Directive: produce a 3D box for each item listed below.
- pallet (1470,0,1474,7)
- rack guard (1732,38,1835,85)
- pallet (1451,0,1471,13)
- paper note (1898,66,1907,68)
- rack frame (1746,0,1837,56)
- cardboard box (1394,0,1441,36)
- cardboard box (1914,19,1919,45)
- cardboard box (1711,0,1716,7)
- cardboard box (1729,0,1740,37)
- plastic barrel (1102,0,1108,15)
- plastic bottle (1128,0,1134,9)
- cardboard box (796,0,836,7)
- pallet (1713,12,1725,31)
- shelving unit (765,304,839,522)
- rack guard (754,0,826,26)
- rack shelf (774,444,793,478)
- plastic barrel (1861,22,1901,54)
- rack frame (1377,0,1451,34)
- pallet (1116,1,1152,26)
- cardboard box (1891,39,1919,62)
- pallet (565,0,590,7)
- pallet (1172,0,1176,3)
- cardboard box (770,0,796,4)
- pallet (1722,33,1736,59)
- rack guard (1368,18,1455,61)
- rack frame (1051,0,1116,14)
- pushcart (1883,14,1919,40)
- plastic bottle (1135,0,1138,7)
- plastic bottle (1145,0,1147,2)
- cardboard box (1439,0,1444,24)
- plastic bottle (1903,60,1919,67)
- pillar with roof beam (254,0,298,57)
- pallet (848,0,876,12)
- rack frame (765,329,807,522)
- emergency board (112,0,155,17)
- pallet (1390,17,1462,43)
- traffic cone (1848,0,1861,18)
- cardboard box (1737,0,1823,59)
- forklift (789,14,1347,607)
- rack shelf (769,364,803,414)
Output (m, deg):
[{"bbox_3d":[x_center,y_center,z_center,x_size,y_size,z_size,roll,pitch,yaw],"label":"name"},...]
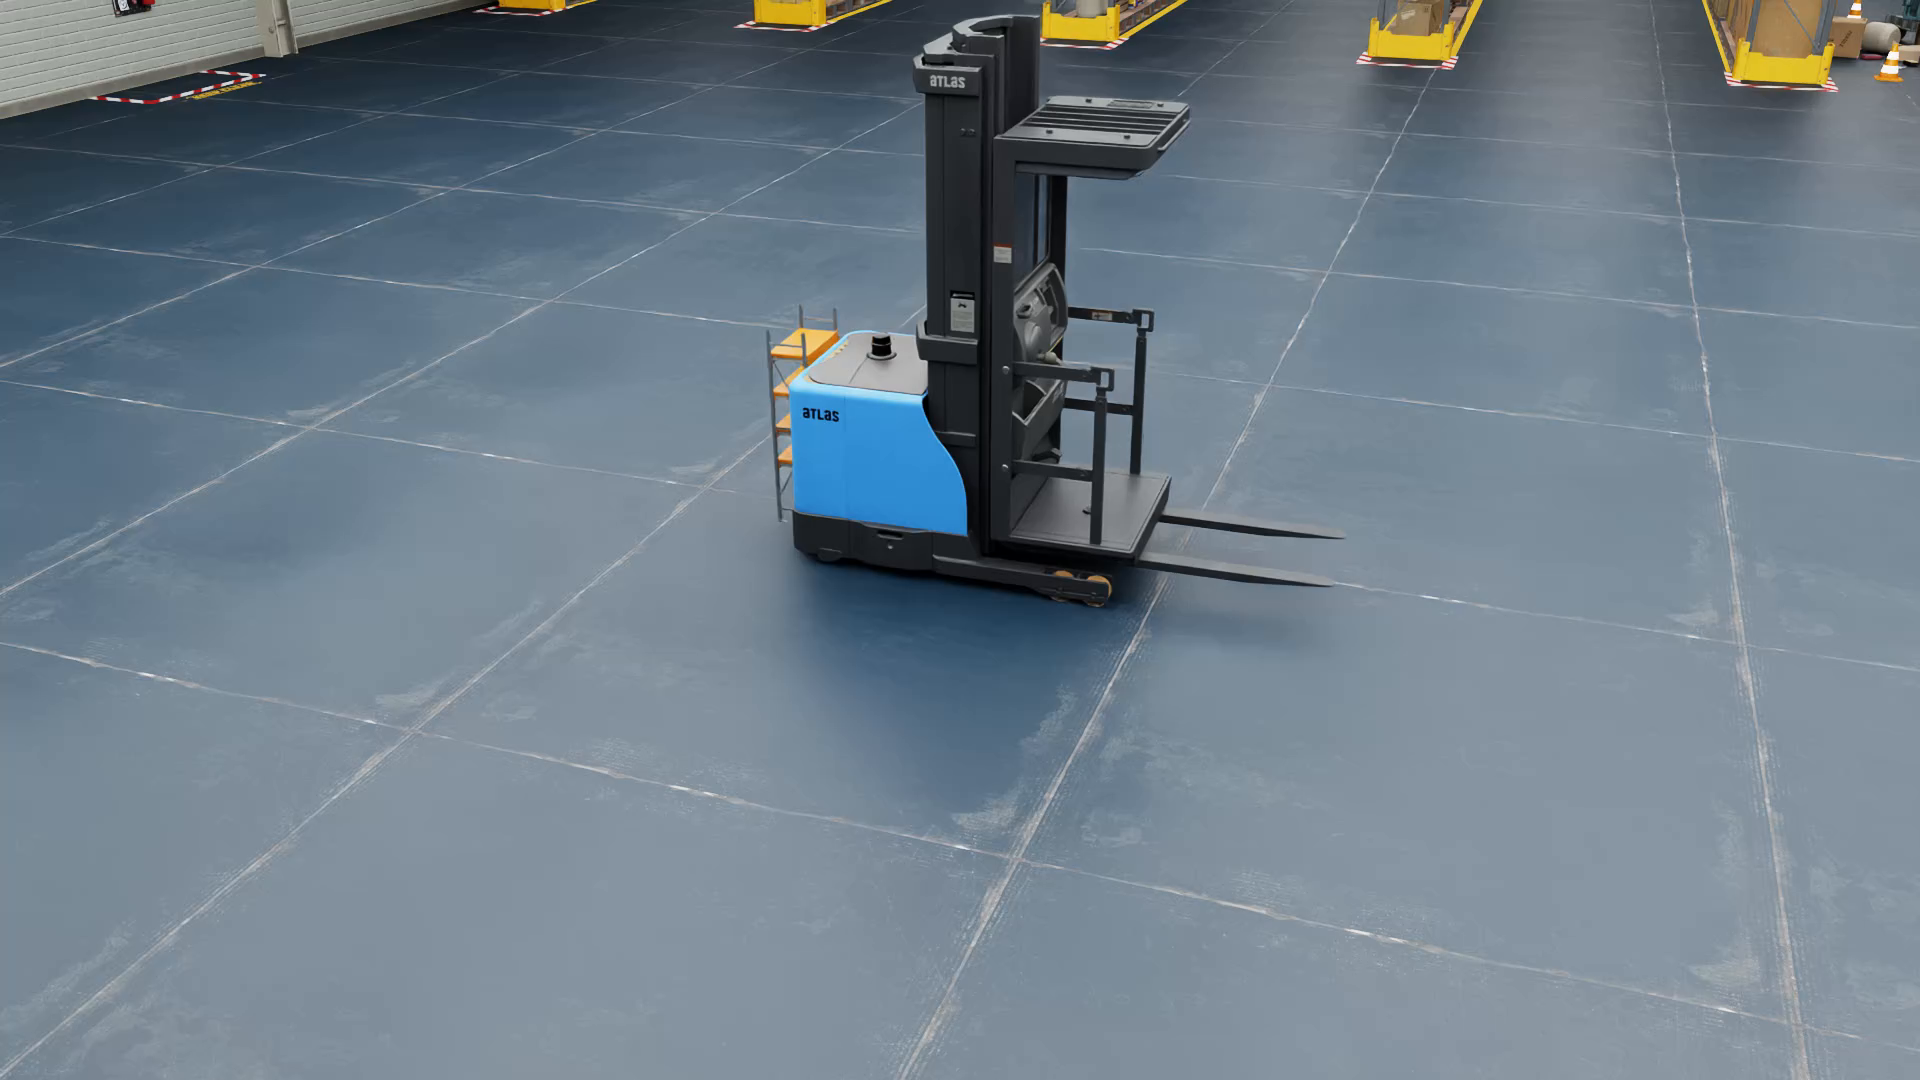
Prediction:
[{"bbox_3d":[8.559,-9.630,29.397,1.003,0.211,1.213,9,27,17],"label":"pallet"},{"bbox_3d":[11.202,-6.522,22.648,1.175,0.500,0.348,9,27,17],"label":"rack guard"},{"bbox_3d":[8.155,-9.127,28.358,1.003,0.211,1.213,9,27,17],"label":"pallet"},{"bbox_3d":[13.318,-6.701,23.558,0.144,0.017,0.142,20,32,35],"label":"paper note"},{"bbox_3d":[11.210,-7.657,22.123,1.000,3.000,0.127,9,27,17],"label":"rack frame"},{"bbox_3d":[6.789,-7.736,24.673,0.500,0.500,0.500,14,29,27],"label":"cardboard box"},{"bbox_3d":[14.412,-7.393,24.286,0.797,0.637,0.503,9,27,17],"label":"cardboard box"},{"bbox_3d":[12.987,-9.142,27.288,1.050,0.750,0.750,9,27,17],"label":"cardboard box"},{"bbox_3d":[11.969,-7.915,24.611,0.875,0.875,0.875,9,27,18],"label":"cardboard box"},{"bbox_3d":[2.209,-8.693,26.636,0.421,0.512,0.421,0,26,0],"label":"plastic barrel"},{"bbox_3d":[2.792,-8.806,27.122,0.097,0.271,0.097,0,26,0],"label":"plastic bottle"},{"bbox_3d":[-2.386,-8.996,27.561,0.500,0.250,0.500,9,27,17],"label":"cardboard box"},{"bbox_3d":[12.726,-8.374,26.803,1.003,0.211,1.213,9,27,17],"label":"pallet"},{"bbox_3d":[-0.909,-0.743,9.904,0.258,1.200,0.503,7,27,16],"label":"shelving unit"},{"bbox_3d":[-2.783,-8.721,27.189,1.175,0.500,0.348,9,27,17],"label":"rack guard"},{"bbox_3d":[-0.905,-0.504,10.019,0.258,0.148,0.480,7,27,16],"label":"rack shelf"},{"bbox_3d":[13.610,-7.453,24.657,0.421,0.421,0.512,-14,29,-27],"label":"plastic barrel"},{"bbox_3d":[6.566,-8.418,23.695,1.000,3.000,0.127,9,27,17],"label":"rack frame"},{"bbox_3d":[2.559,-8.752,27.584,1.003,0.211,1.213,9,27,17],"label":"pallet"},{"bbox_3d":[13.705,-7.097,24.103,0.396,0.266,0.258,14,29,26],"label":"cardboard box"},{"bbox_3d":[-7.118,-9.678,29.496,1.003,0.211,1.213,9,27,17],"label":"pallet"},{"bbox_3d":[3.451,-9.854,29.859,1.003,0.211,1.213,9,27,17],"label":"pallet"},{"bbox_3d":[-2.875,-9.071,27.716,0.500,0.250,0.500,9,27,17],"label":"cardboard box"},{"bbox_3d":[11.809,-7.242,24.465,1.003,0.211,1.213,9,27,17],"label":"pallet"},{"bbox_3d":[6.591,-7.324,24.304,1.175,0.500,0.348,9,27,17],"label":"rack guard"},{"bbox_3d":[1.895,-9.136,25.178,1.000,3.000,0.127,9,27,17],"label":"rack frame"},{"bbox_3d":[15.075,-7.755,25.333,1.648,0.377,0.936,0,26,-1],"label":"pushcart"},{"bbox_3d":[2.885,-8.902,27.306,0.061,0.283,0.133,9,27,18],"label":"plastic bottle"},{"bbox_3d":[3.055,-9.168,27.864,0.152,0.276,0.135,9,27,18],"label":"plastic bottle"},{"bbox_3d":[7.182,-8.241,25.716,0.500,0.500,0.500,11,28,22],"label":"cardboard box"},{"bbox_3d":[13.575,-6.819,23.763,0.133,0.061,0.283,0,26,-1],"label":"plastic bottle"},{"bbox_3d":[-5.967,-10.596,21.309,9.100,9.000,0.400,9,27,17],"label":"pillar with roof beam"},{"bbox_3d":[-2.152,-9.421,28.966,1.003,0.211,1.213,9,27,17],"label":"pallet"},{"bbox_3d":[-0.983,-0.642,9.695,0.240,1.200,0.015,7,27,16],"label":"rack frame"},{"bbox_3d":[-10.885,-7.511,21.820,0.194,1.169,0.643,9,27,17],"label":"emergency board"},{"bbox_3d":[7.302,-8.023,26.078,1.003,0.211,1.213,9,27,17],"label":"pallet"},{"bbox_3d":[14.411,-8.491,26.757,0.336,0.463,0.334,9,27,17],"label":"traffic cone"},{"bbox_3d":[11.373,-7.178,23.090,0.875,0.875,0.875,9,27,18],"label":"cardboard box"},{"bbox_3d":[0.622,-1.217,8.900,3.031,2.935,1.130,8,27,16],"label":"forklift"},{"bbox_3d":[-0.911,-0.885,9.837,0.258,0.148,0.480,7,27,16],"label":"rack shelf"}]
